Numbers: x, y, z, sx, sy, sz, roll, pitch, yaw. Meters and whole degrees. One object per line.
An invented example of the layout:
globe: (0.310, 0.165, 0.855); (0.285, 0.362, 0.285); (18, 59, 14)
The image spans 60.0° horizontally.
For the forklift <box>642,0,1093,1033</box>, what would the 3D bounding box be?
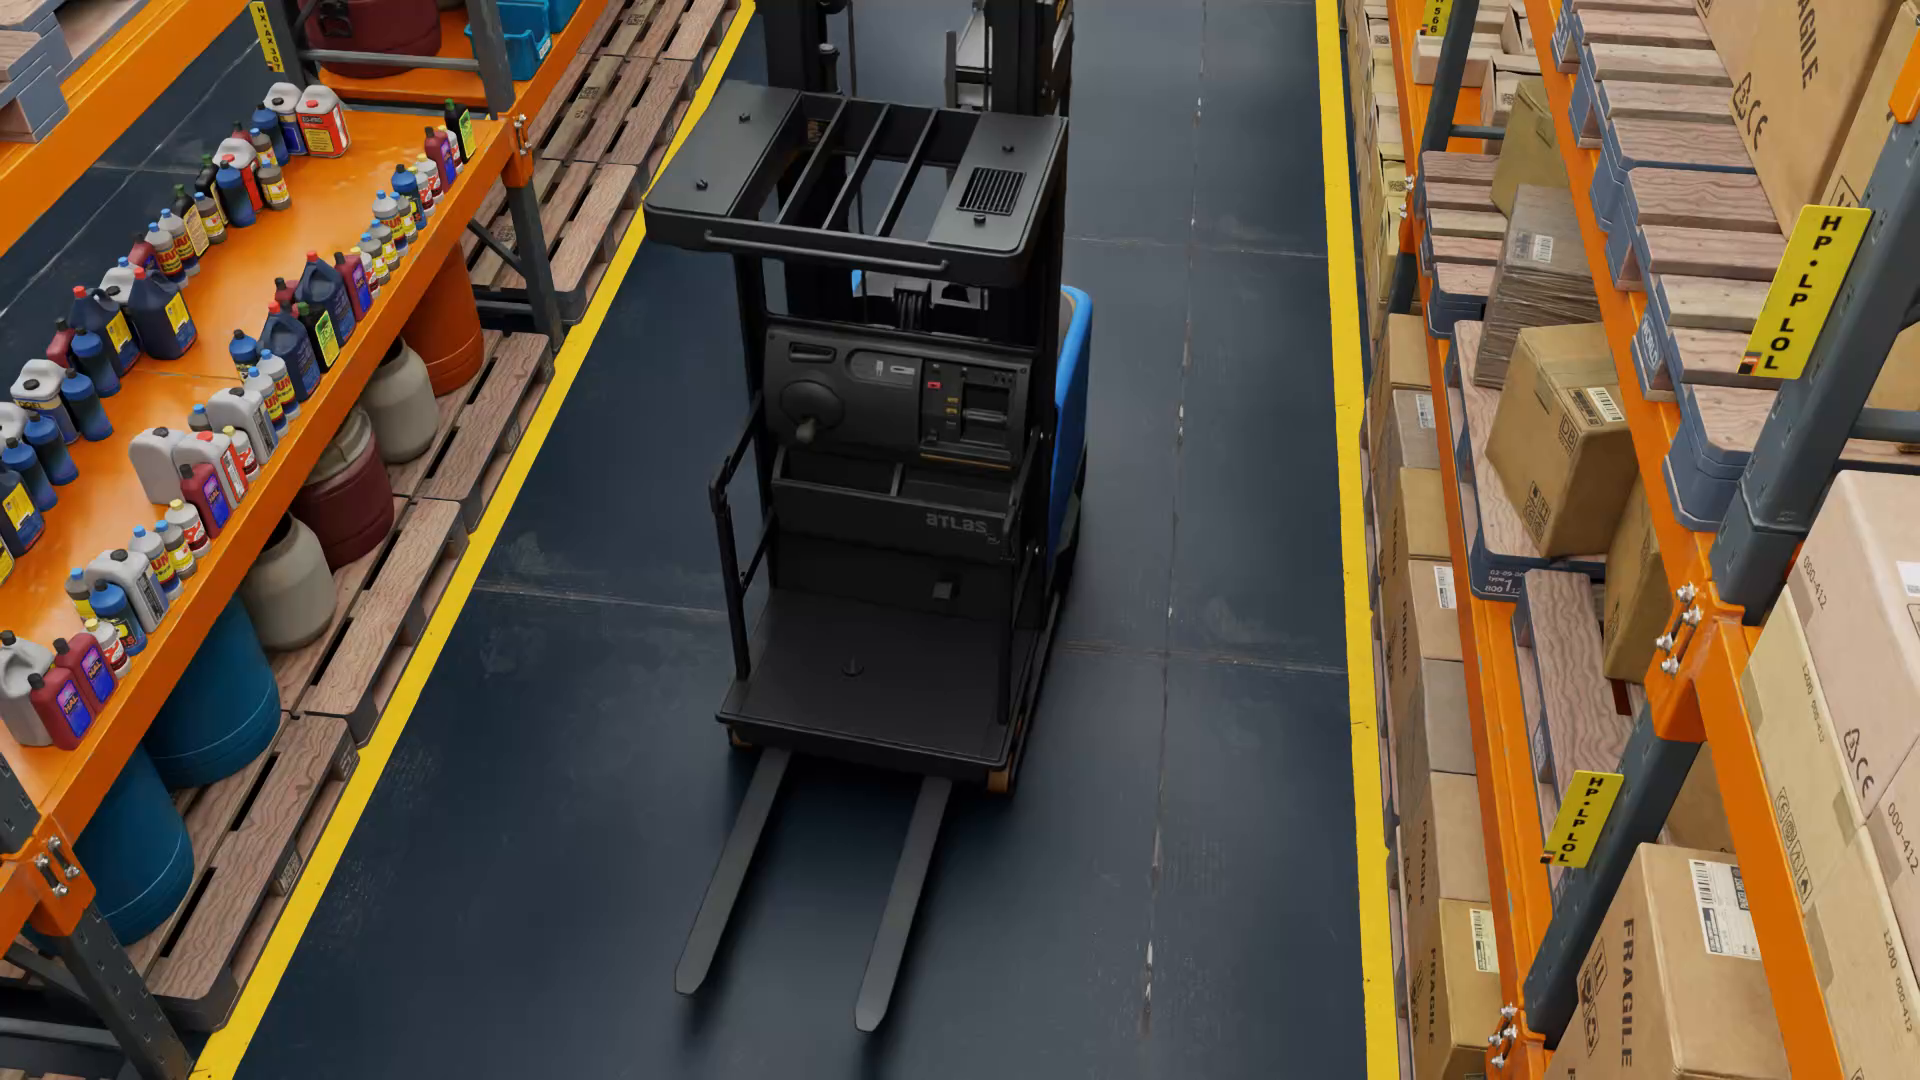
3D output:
forklift: (-0.267, -0.401, 5.564); (1.130, 2.935, 3.031); (9, 44, 9)

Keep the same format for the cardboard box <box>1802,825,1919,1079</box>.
cardboard box: (1.516, 0.691, 2.288); (0.500, 0.250, 0.500); (5, 44, 6)

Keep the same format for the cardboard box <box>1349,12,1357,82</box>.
cardboard box: (2.586, -2.929, 9.878); (0.500, 0.250, 0.500); (6, 44, 7)

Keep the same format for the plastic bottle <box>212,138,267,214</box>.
plastic bottle: (-2.923, -1.476, 6.740); (0.152, 0.276, 0.135); (5, 44, 6)

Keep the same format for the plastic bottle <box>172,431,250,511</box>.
plastic bottle: (-2.452, -0.243, 5.437); (0.152, 0.276, 0.135); (5, 44, 6)

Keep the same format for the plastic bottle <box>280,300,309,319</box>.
plastic bottle: (-2.369, -0.755, 5.973); (0.061, 0.283, 0.133); (5, 44, 6)

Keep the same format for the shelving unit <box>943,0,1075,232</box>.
shelving unit: (0.199, -1.281, 7.098); (0.431, 2.100, 0.503); (9, 44, 9)

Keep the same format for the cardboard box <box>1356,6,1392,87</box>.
cardboard box: (2.514, -2.781, 9.314); (0.500, 0.311, 0.500); (4, 44, 4)

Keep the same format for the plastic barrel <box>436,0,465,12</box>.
plastic barrel: (-2.560, -2.863, 8.033); (0.421, 0.512, 0.421); (0, 43, 0)

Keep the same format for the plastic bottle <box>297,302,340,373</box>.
plastic bottle: (-2.308, -0.750, 5.967); (0.061, 0.283, 0.133); (5, 44, 6)

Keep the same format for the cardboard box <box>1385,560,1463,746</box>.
cardboard box: (1.883, 0.438, 6.126); (0.500, 0.500, 0.500); (4, 44, 4)

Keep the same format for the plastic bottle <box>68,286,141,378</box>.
plastic bottle: (-3.070, -0.765, 5.934); (0.144, 0.351, 0.185); (5, 44, 6)

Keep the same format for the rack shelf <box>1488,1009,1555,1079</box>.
rack shelf: (1.632, 2.701, 2.761); (1.077, 0.370, 4.000); (5, 44, 6)

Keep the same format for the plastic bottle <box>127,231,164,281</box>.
plastic bottle: (-3.060, -1.011, 6.243); (0.061, 0.283, 0.133); (5, 44, 6)

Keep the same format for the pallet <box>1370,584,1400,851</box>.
pallet: (2.125, 0.698, 6.382); (1.003, 0.211, 1.213); (5, 44, 6)

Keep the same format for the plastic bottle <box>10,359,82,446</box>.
plastic bottle: (-3.118, -0.472, 5.679); (0.152, 0.276, 0.135); (5, 44, 6)

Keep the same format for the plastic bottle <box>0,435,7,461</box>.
plastic bottle: (-3.167, -0.222, 5.415); (0.152, 0.276, 0.135); (5, 44, 6)

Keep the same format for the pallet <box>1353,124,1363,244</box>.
pallet: (2.736, -2.023, 9.256); (1.003, 0.211, 1.213); (5, 44, 6)

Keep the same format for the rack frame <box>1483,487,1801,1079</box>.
rack frame: (1.896, 1.077, 3.953); (1.000, 3.000, 0.127); (5, 44, 6)

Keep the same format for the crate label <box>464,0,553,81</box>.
crate label: (-2.057, -2.294, 7.636); (0.303, 0.233, 0.416); (5, 44, 6)

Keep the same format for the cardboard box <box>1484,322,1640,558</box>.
cardboard box: (2.068, -0.322, 5.052); (0.700, 0.500, 0.500); (-5, 44, -5)

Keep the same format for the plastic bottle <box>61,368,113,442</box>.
plastic bottle: (-2.992, -0.471, 5.682); (0.097, 0.271, 0.097); (0, 43, 0)

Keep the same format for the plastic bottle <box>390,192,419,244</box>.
plastic bottle: (-2.218, -1.282, 6.589); (0.097, 0.201, 0.097); (0, 43, 0)

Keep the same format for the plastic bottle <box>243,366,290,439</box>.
plastic bottle: (-2.379, -0.476, 5.687); (0.097, 0.271, 0.097); (0, 43, 0)

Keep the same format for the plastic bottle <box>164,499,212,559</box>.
plastic bottle: (-2.458, -0.043, 5.281); (0.097, 0.201, 0.097); (0, 43, 0)

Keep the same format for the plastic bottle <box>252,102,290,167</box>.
plastic bottle: (-2.905, -1.713, 6.994); (0.097, 0.271, 0.097); (0, 43, 0)

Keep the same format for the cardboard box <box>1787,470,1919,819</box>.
cardboard box: (1.586, 0.169, 2.476); (0.500, 0.250, 0.500); (5, 44, 6)

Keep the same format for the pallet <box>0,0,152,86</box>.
pallet: (-2.860, -1.713, 4.855); (1.003, 0.211, 1.213); (5, 44, 6)

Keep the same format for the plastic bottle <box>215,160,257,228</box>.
plastic bottle: (-2.905, -1.393, 6.655); (0.097, 0.271, 0.097); (0, 43, 0)

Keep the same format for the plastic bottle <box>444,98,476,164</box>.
plastic bottle: (-2.115, -1.745, 7.019); (0.061, 0.283, 0.133); (5, 44, 6)

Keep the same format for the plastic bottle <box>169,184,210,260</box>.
plastic bottle: (-3.017, -1.235, 6.479); (0.061, 0.283, 0.133); (5, 44, 6)

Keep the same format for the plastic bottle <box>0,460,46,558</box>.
plastic bottle: (-3.049, -0.127, 5.261); (0.144, 0.351, 0.185); (5, 44, 6)

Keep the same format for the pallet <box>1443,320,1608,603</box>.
pallet: (2.172, -0.254, 5.498); (1.003, 0.211, 1.213); (5, 44, 6)

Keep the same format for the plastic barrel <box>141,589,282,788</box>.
plastic barrel: (-2.831, 0.382, 5.908); (0.600, 0.901, 0.708); (5, 44, 6)

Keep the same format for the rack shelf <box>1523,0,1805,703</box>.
rack shelf: (2.161, -1.114, 4.609); (1.077, 0.370, 4.000); (5, 44, 6)

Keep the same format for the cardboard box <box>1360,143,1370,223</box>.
cardboard box: (2.387, -1.878, 8.769); (0.500, 0.250, 0.500); (6, 44, 6)

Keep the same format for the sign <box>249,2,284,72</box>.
sign: (-3.031, -2.207, 7.302); (0.100, 0.325, 0.005); (5, 44, 6)

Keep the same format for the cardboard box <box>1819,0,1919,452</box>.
cardboard box: (2.036, -0.574, 3.064); (0.600, 0.600, 0.600); (1, 43, 2)

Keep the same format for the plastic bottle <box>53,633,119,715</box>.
plastic bottle: (-2.524, 0.364, 4.791); (0.061, 0.283, 0.133); (5, 44, 6)

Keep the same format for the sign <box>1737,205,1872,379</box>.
sign: (1.345, -0.391, 2.660); (0.100, 0.325, 0.005); (5, 44, 6)

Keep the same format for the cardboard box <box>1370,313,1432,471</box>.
cardboard box: (2.081, -0.617, 7.241); (0.500, 0.500, 0.500); (7, 44, 7)

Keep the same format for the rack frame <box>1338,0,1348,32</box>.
rack frame: (2.954, -4.376, 9.712); (1.000, 3.000, 0.127); (5, 44, 6)

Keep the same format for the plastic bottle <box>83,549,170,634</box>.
plastic bottle: (-2.526, 0.139, 5.034); (0.152, 0.276, 0.135); (5, 44, 6)

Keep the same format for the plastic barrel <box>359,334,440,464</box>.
plastic barrel: (-2.518, -0.623, 7.253); (0.421, 0.512, 0.421); (0, 43, 0)

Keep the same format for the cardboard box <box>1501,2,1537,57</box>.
cardboard box: (2.735, -2.209, 7.488); (0.500, 0.311, 0.500); (5, 44, 5)

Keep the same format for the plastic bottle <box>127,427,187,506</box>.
plastic bottle: (-2.603, -0.257, 5.452); (0.152, 0.276, 0.135); (5, 44, 6)

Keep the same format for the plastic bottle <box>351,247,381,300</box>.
plastic bottle: (-2.269, -1.017, 6.309); (0.097, 0.201, 0.097); (0, 43, 0)

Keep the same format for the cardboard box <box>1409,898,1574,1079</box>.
cardboard box: (1.677, 1.462, 5.044); (0.500, 0.500, 0.500); (5, 44, 5)

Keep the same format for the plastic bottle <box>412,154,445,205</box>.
plastic bottle: (-2.179, -1.481, 6.800); (0.097, 0.201, 0.097); (0, 43, 0)

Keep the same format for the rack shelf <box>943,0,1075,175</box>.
rack shelf: (0.199, -1.780, 6.626); (0.431, 0.518, 0.480); (9, 44, 9)

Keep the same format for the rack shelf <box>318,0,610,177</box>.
rack shelf: (-2.220, -3.204, 8.998); (1.077, 0.370, 4.000); (5, 44, 6)

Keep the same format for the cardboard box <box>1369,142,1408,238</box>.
cardboard box: (2.312, -1.741, 8.216); (0.500, 0.311, 0.500); (5, 44, 5)

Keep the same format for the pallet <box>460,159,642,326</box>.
pallet: (-2.344, -1.614, 8.823); (1.003, 0.211, 1.213); (5, 44, 6)

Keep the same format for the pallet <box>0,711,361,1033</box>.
pallet: (-2.870, 1.114, 5.942); (1.003, 0.211, 1.213); (5, 44, 6)
